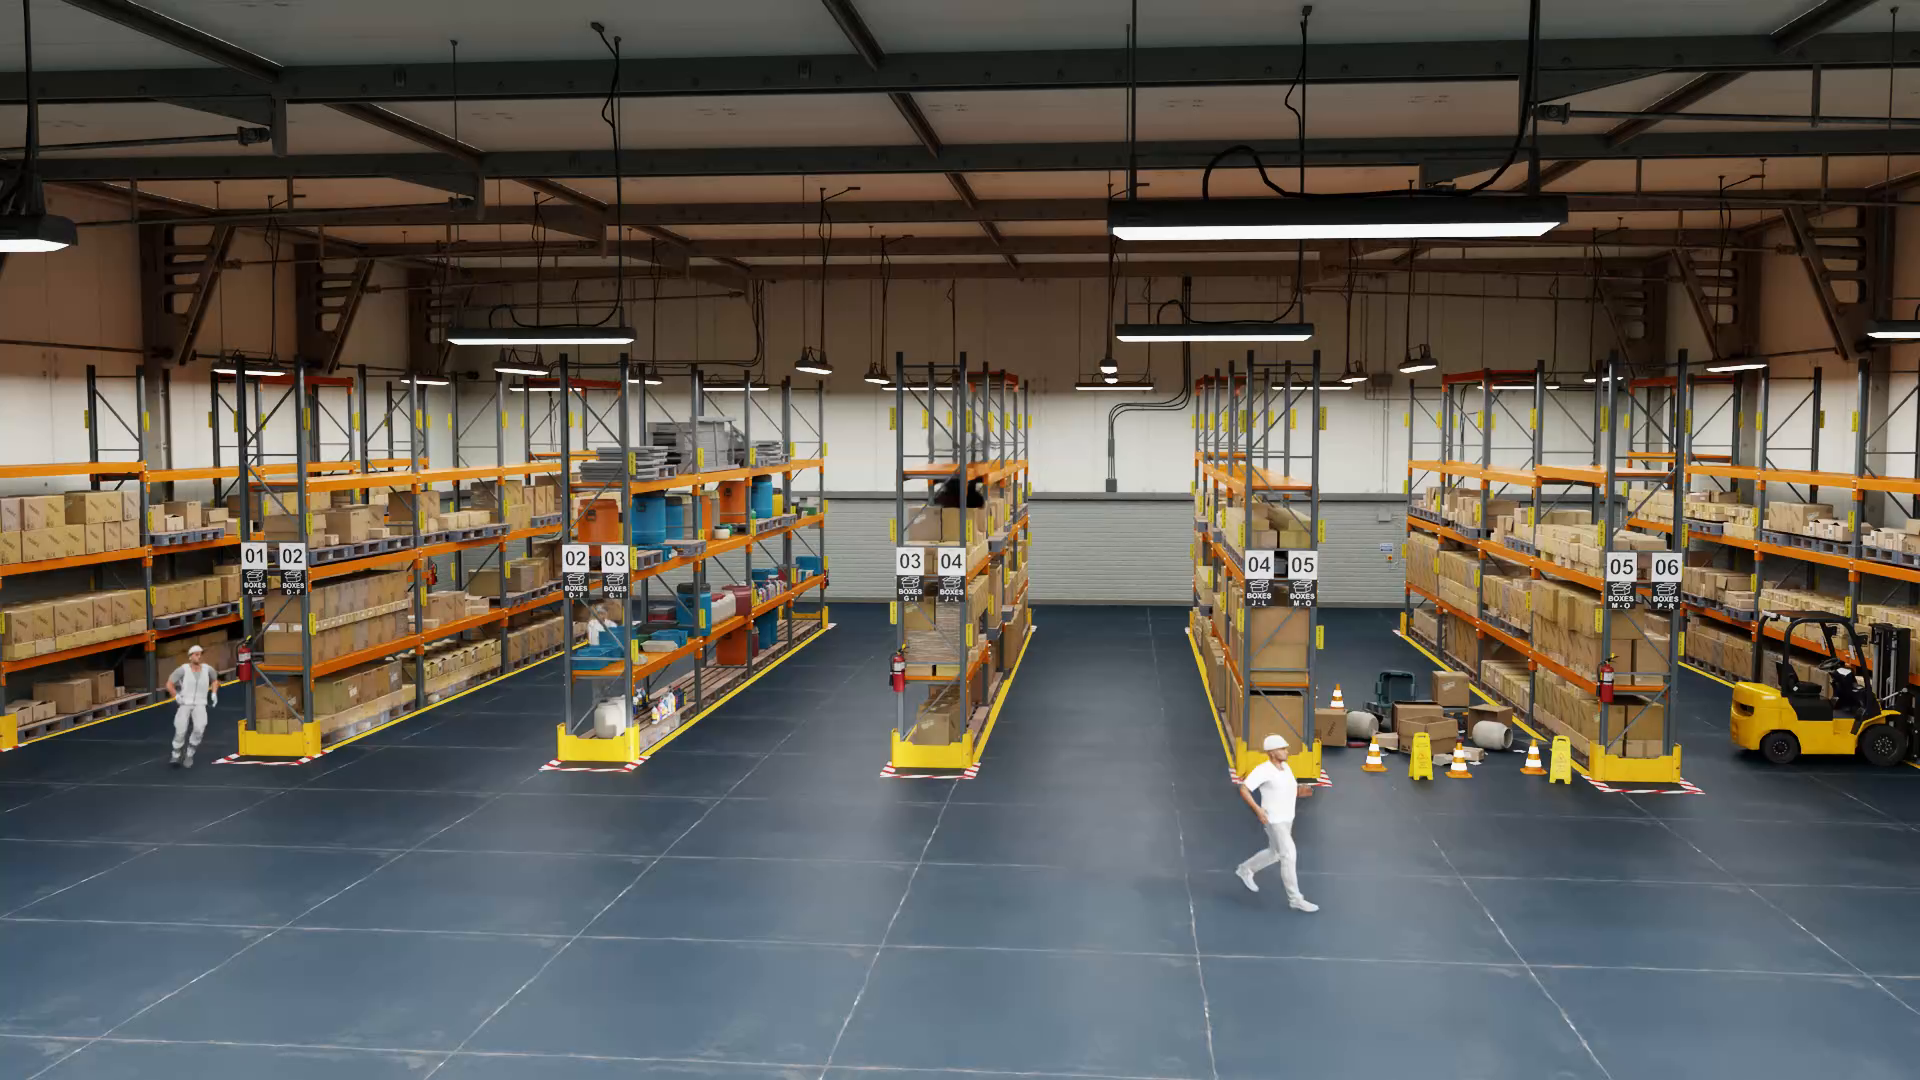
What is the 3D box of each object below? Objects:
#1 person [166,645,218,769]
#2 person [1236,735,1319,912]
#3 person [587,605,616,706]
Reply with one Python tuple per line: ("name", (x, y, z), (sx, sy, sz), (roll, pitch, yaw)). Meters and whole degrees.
("person", (-11.140, 2.414, 24.180), (0.718, 1.765, 0.649), (-2, 5, -31))
("person", (3.266, 2.879, 17.143), (0.990, 1.747, 0.706), (3, 5, 36))
("person", (-6.344, 2.047, 29.496), (0.570, 1.825, 0.839), (0, 4, -4))
